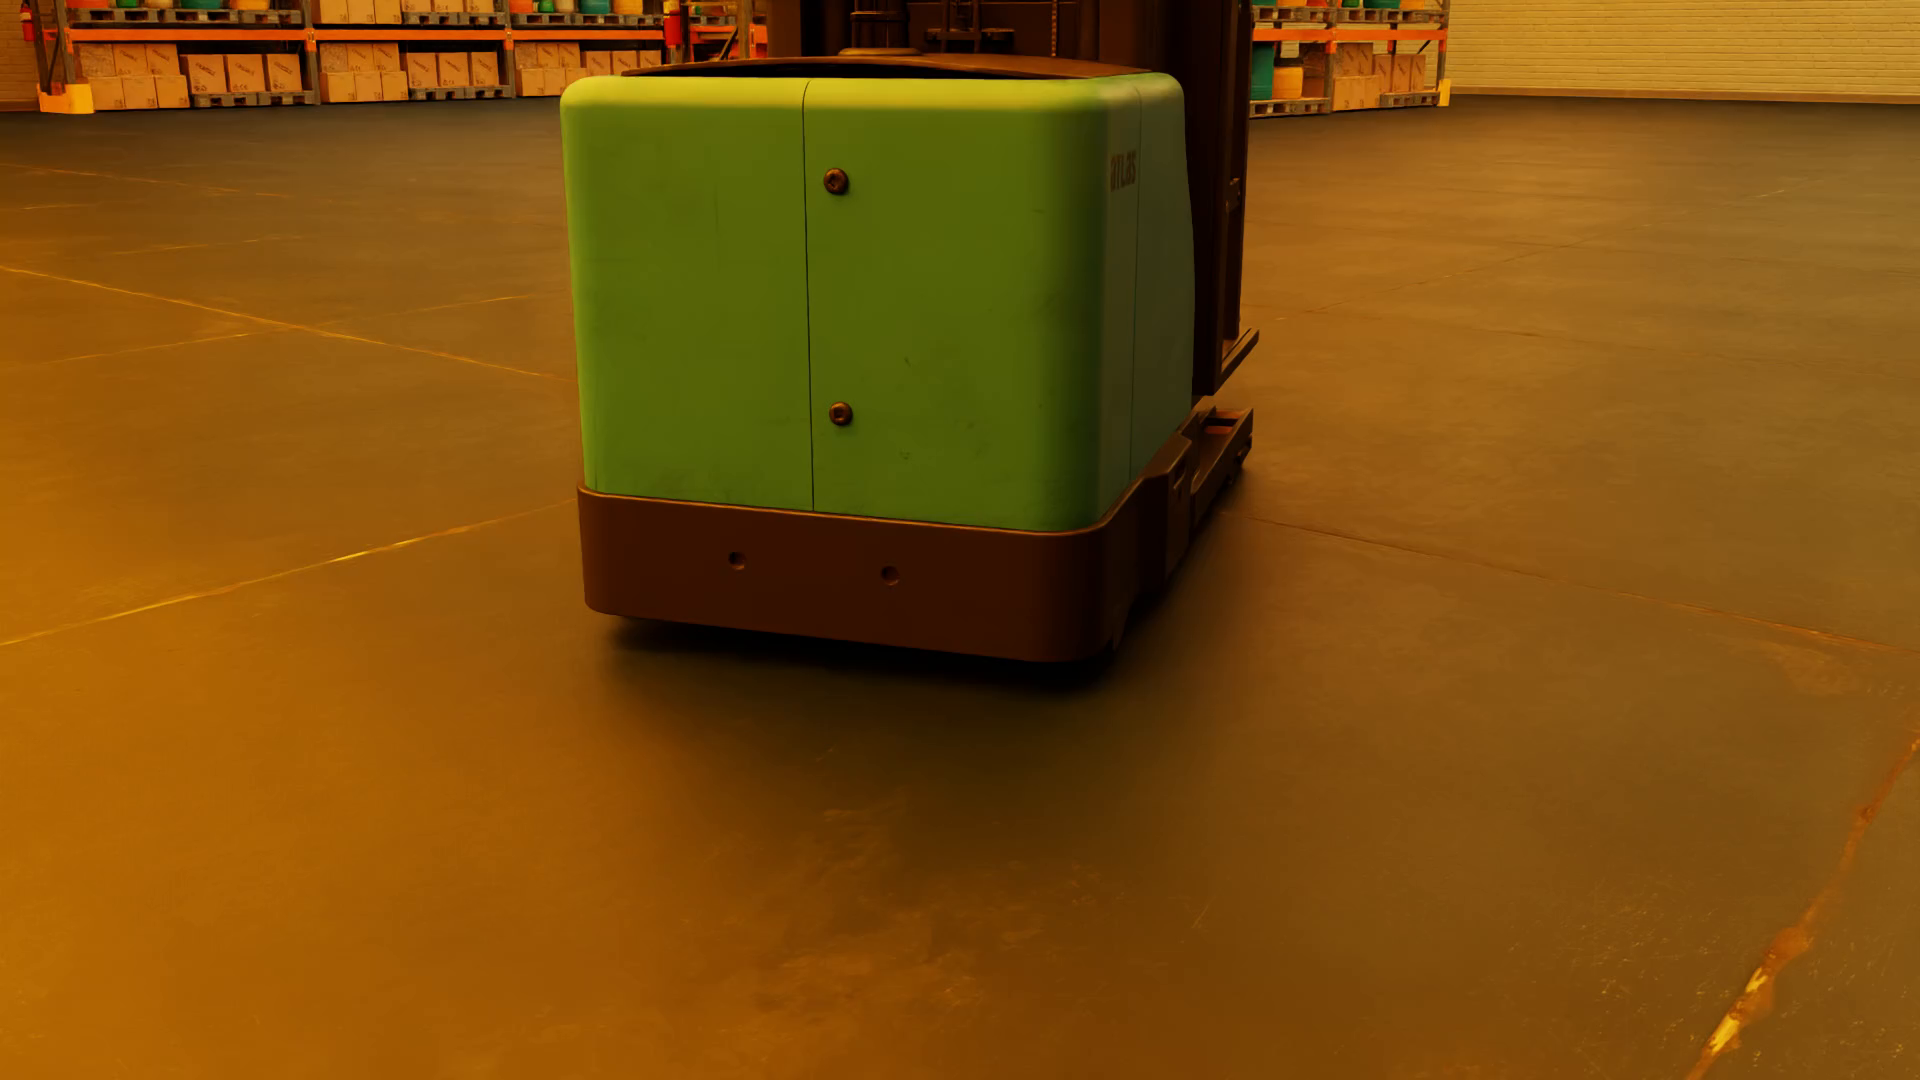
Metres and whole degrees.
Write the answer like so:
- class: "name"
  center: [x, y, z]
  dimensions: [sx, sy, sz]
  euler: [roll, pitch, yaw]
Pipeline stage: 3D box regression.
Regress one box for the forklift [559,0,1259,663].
- class: "forklift"
  center: [0.182, -1.571, 4.072]
  dimensions: [1.130, 2.935, 3.031]
  euler: [5, 18, 17]
